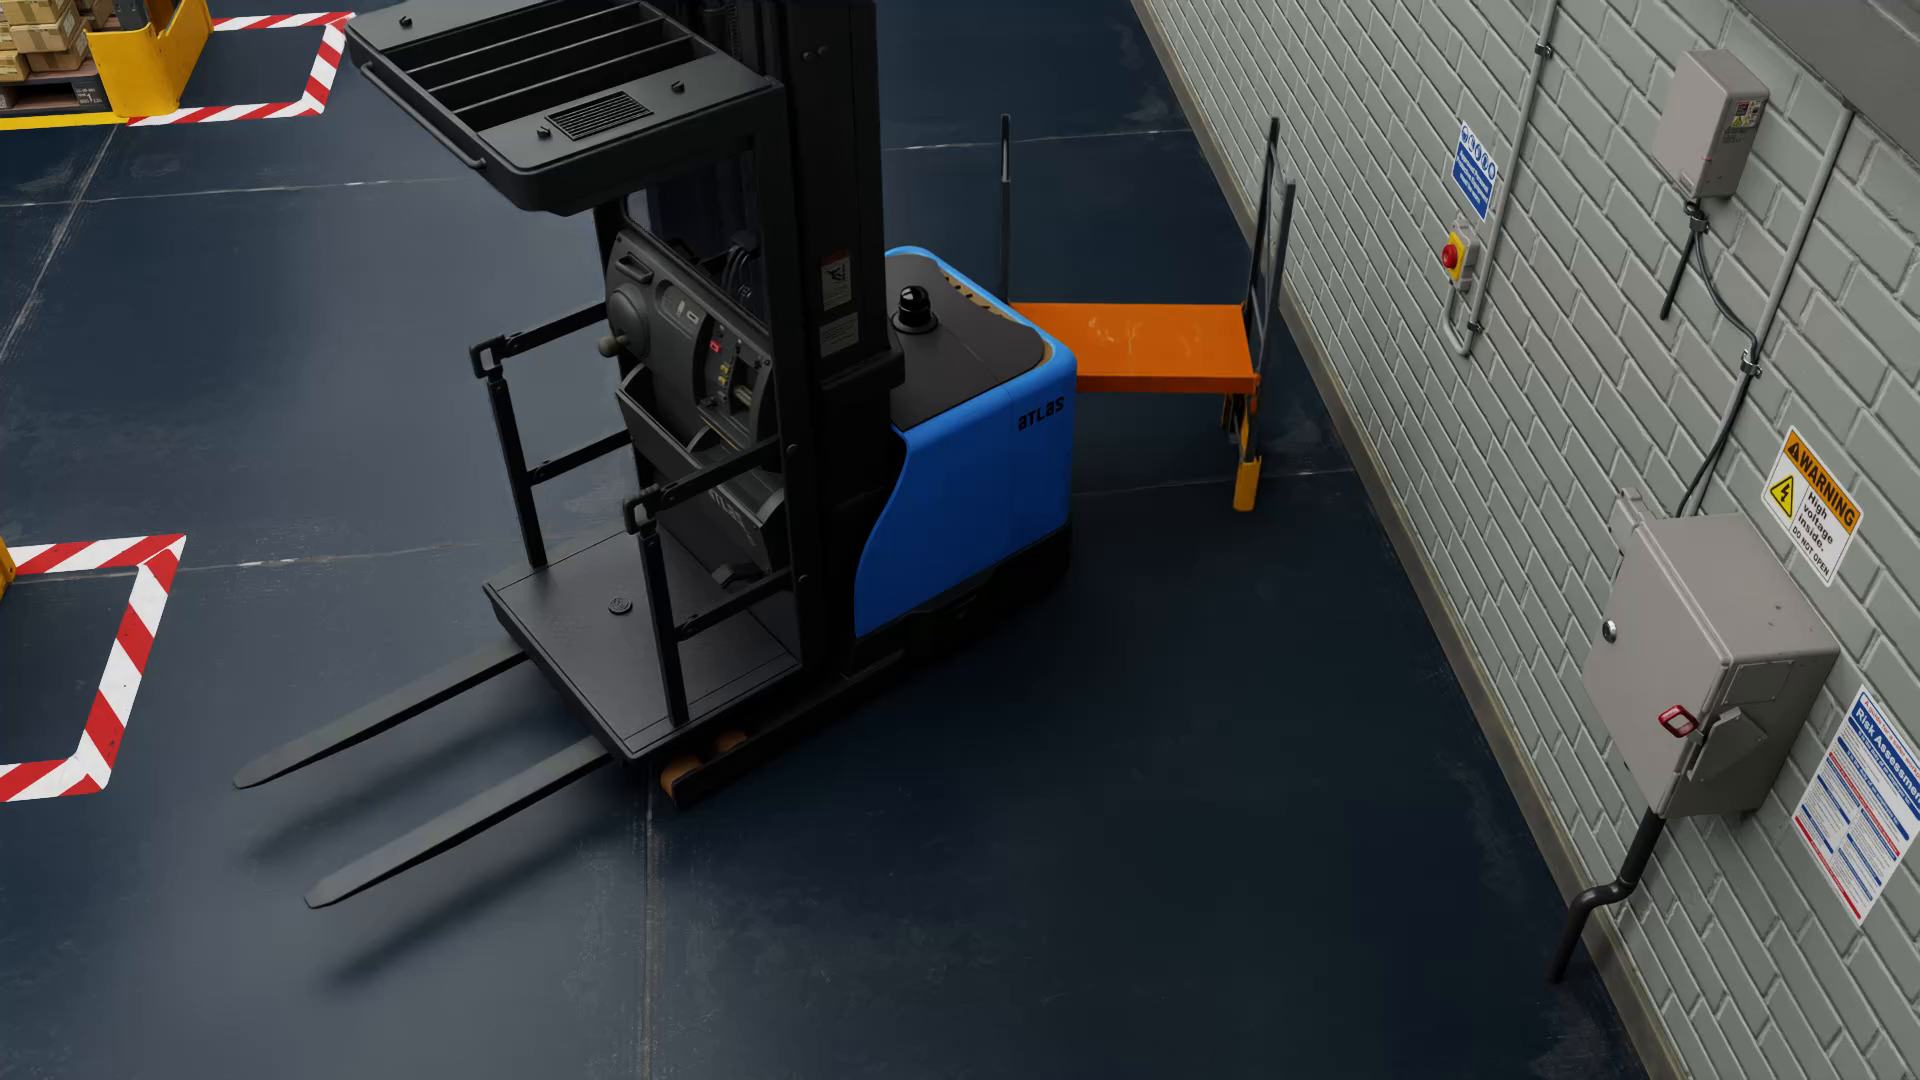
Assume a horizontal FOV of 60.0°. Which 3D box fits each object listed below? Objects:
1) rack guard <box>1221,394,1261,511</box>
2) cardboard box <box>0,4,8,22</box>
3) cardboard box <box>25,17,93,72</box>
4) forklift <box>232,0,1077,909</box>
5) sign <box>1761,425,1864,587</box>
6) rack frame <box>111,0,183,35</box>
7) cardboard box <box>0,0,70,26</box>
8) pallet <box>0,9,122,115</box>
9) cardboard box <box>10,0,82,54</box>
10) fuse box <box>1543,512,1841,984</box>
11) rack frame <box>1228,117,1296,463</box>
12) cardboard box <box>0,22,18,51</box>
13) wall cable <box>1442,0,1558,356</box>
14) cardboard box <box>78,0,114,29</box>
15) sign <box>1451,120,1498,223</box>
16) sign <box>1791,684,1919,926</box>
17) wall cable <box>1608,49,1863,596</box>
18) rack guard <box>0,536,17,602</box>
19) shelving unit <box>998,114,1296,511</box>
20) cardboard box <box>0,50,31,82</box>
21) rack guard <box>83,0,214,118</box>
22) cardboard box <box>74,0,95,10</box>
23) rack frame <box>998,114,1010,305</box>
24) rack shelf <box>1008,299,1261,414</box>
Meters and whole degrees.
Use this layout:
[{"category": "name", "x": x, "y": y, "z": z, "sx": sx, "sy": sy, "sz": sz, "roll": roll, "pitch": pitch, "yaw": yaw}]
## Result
[{"category": "rack guard", "x": 1.184, "y": -0.411, "z": 7.019, "sx": 0.087, "sy": 0.250, "sz": 0.587, "roll": 1, "pitch": 42, "yaw": 1}, {"category": "cardboard box", "x": -5.368, "y": -3.024, "z": 9.233, "sx": 0.250, "sy": 0.149, "sz": 0.380, "roll": -4, "pitch": 42, "yaw": -5}, {"category": "cardboard box", "x": -5.114, "y": -2.817, "z": 9.448, "sx": 0.250, "sy": 0.149, "sz": 0.380, "roll": -4, "pitch": 42, "yaw": -5}, {"category": "forklift", "x": -1.036, "y": -0.586, "z": 5.211, "sx": 3.031, "sy": 2.935, "sz": 1.130, "roll": -28, "pitch": 49, "yaw": -28}, {"category": "sign", "x": 2.037, "y": -0.084, "z": 3.986, "sx": 0.001, "sy": 0.242, "sz": 0.339, "roll": -5, "pitch": 42, "yaw": -6}, {"category": "rack frame", "x": -4.619, "y": -3.903, "z": 8.838, "sx": 0.127, "sy": 3.000, "sz": 1.000, "roll": -5, "pitch": 42, "yaw": -6}, {"category": "cardboard box", "x": -5.111, "y": -3.007, "z": 9.215, "sx": 0.250, "sy": 0.149, "sz": 0.380, "roll": -5, "pitch": 42, "yaw": -5}, {"category": "pallet", "x": -5.504, "y": -2.814, "z": 9.712, "sx": 1.213, "sy": 0.211, "sz": 1.003, "roll": -5, "pitch": 42, "yaw": -6}, {"category": "cardboard box", "x": -5.105, "y": -2.876, "z": 9.292, "sx": 0.250, "sy": 0.149, "sz": 0.380, "roll": -6, "pitch": 42, "yaw": -7}, {"category": "fuse box", "x": 1.839, "y": 0.756, "z": 4.634, "sx": 0.414, "sy": 1.711, "sz": 0.539, "roll": -5, "pitch": 42, "yaw": -6}, {"category": "rack frame", "x": 1.185, "y": -0.875, "z": 6.600, "sx": 0.032, "sy": 1.500, "sz": 0.500, "roll": 1, "pitch": 42, "yaw": 1}, {"category": "cardboard box", "x": -5.371, "y": -2.889, "z": 9.306, "sx": 0.250, "sy": 0.149, "sz": 0.380, "roll": -6, "pitch": 42, "yaw": -7}, {"category": "wall cable", "x": 1.711, "y": -1.519, "z": 5.412, "sx": 0.123, "sy": 1.953, "sz": 0.585, "roll": -5, "pitch": 42, "yaw": -6}, {"category": "cardboard box", "x": -5.180, "y": -3.168, "z": 9.837, "sx": 0.250, "sy": 0.149, "sz": 0.380, "roll": -4, "pitch": 42, "yaw": -5}, {"category": "sign", "x": 1.766, "y": -1.268, "z": 5.714, "sx": 0.001, "sy": 0.218, "sz": 0.327, "roll": -5, "pitch": 42, "yaw": -6}, {"category": "sign", "x": 2.108, "y": 0.623, "z": 3.890, "sx": 0.001, "sy": 0.494, "sz": 0.329, "roll": -5, "pitch": 42, "yaw": -6}, {"category": "wall cable", "x": 1.907, "y": -0.566, "z": 4.380, "sx": 0.122, "sy": 1.984, "sz": 0.588, "roll": -5, "pitch": 42, "yaw": -6}, {"category": "rack guard", "x": -3.853, "y": 0.301, "z": 6.043, "sx": 0.348, "sy": 0.500, "sz": 1.175, "roll": -5, "pitch": 42, "yaw": -6}, {"category": "shelving unit", "x": 0.686, "y": -0.881, "z": 6.607, "sx": 1.083, "sy": 1.500, "sz": 0.587, "roll": 1, "pitch": 42, "yaw": 1}, {"category": "cardboard box", "x": -5.356, "y": -2.727, "z": 9.349, "sx": 0.250, "sy": 0.149, "sz": 0.380, "roll": -4, "pitch": 42, "yaw": -4}, {"category": "rack guard", "x": -4.694, "y": -2.969, "z": 9.668, "sx": 0.348, "sy": 0.500, "sz": 1.175, "roll": -5, "pitch": 42, "yaw": -6}, {"category": "cardboard box", "x": -5.172, "y": -3.236, "z": 9.691, "sx": 0.250, "sy": 0.149, "sz": 0.380, "roll": -3, "pitch": 42, "yaw": -4}, {"category": "rack frame", "x": 0.168, "y": -0.887, "z": 6.614, "sx": 0.032, "sy": 1.500, "sz": 0.500, "roll": 1, "pitch": 42, "yaw": 1}, {"category": "rack shelf", "x": 0.677, "y": -0.747, "z": 6.727, "sx": 1.000, "sy": 0.185, "sz": 0.538, "roll": 1, "pitch": 42, "yaw": 1}]
